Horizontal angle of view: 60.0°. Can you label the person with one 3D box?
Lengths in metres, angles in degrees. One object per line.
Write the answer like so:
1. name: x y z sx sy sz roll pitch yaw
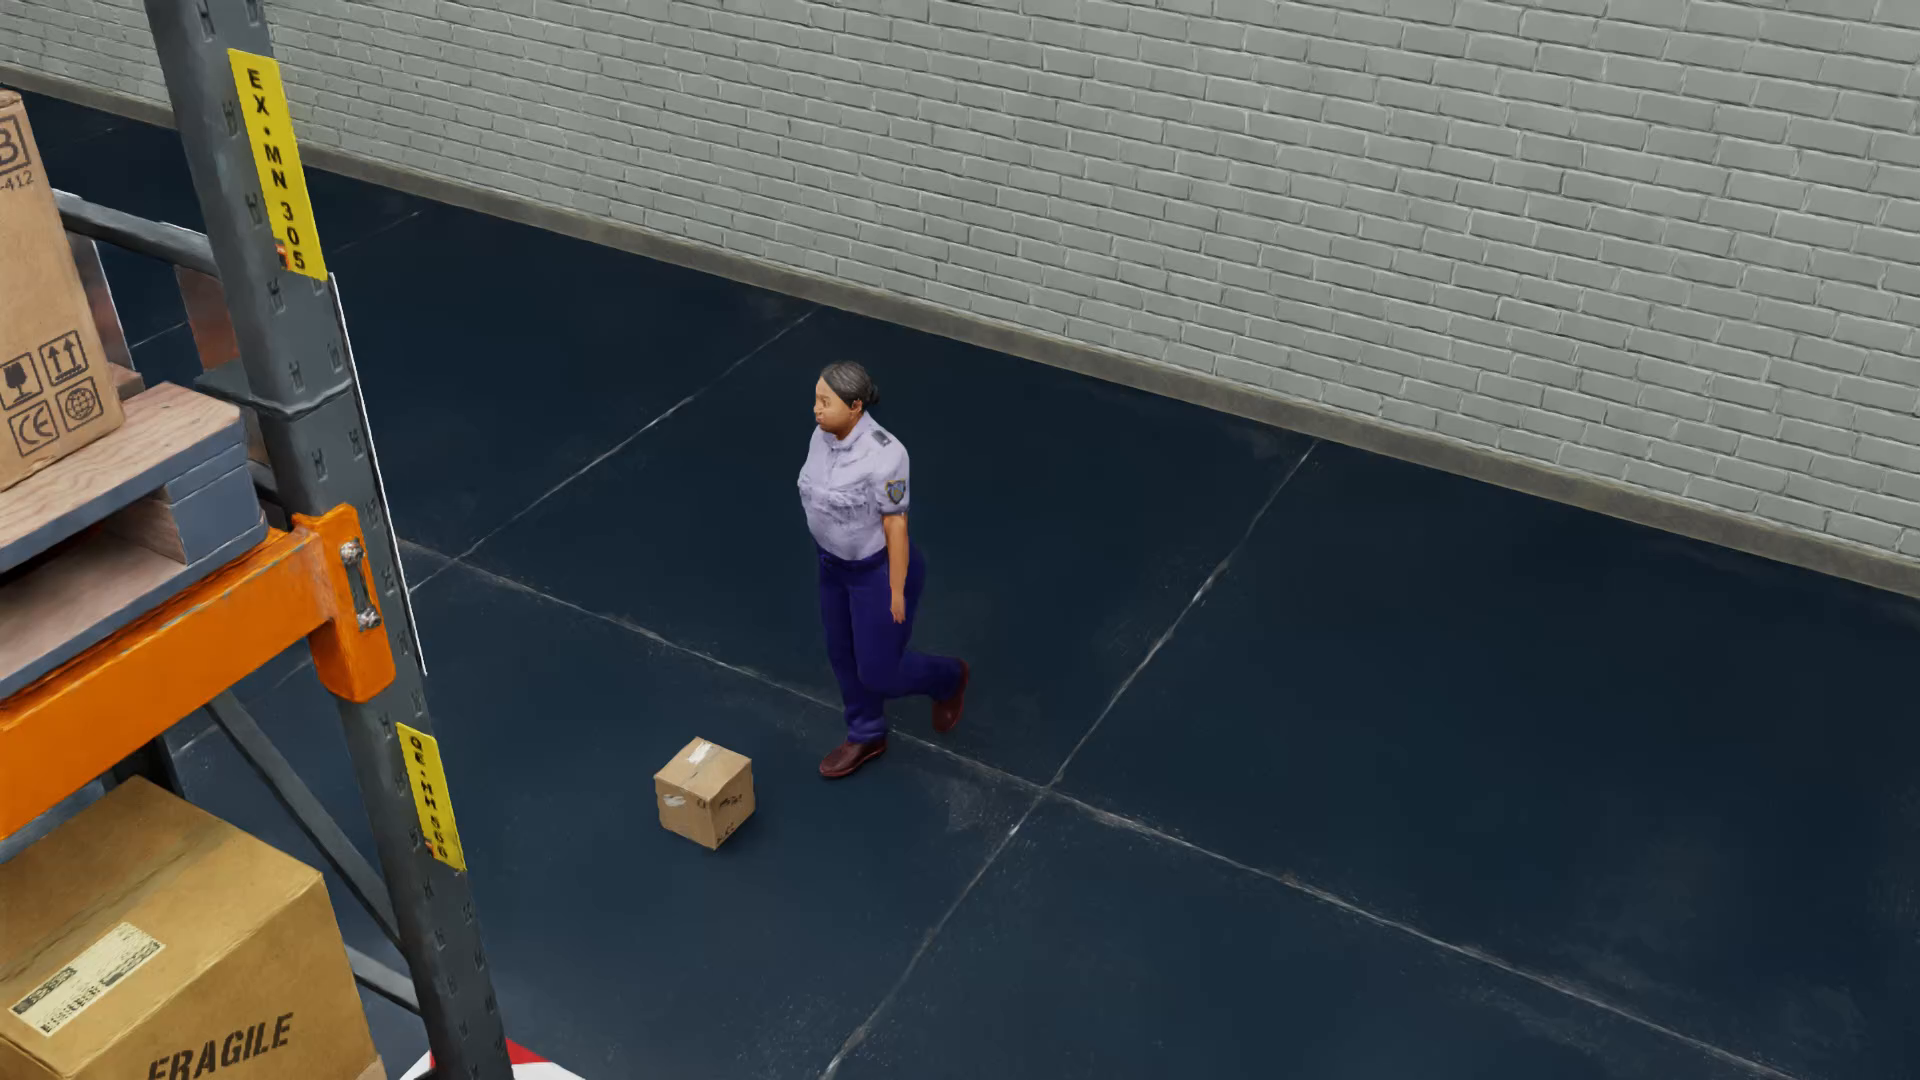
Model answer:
1. person: -0.319 0.086 6.023 0.625 1.634 0.515 -27 42 -33
